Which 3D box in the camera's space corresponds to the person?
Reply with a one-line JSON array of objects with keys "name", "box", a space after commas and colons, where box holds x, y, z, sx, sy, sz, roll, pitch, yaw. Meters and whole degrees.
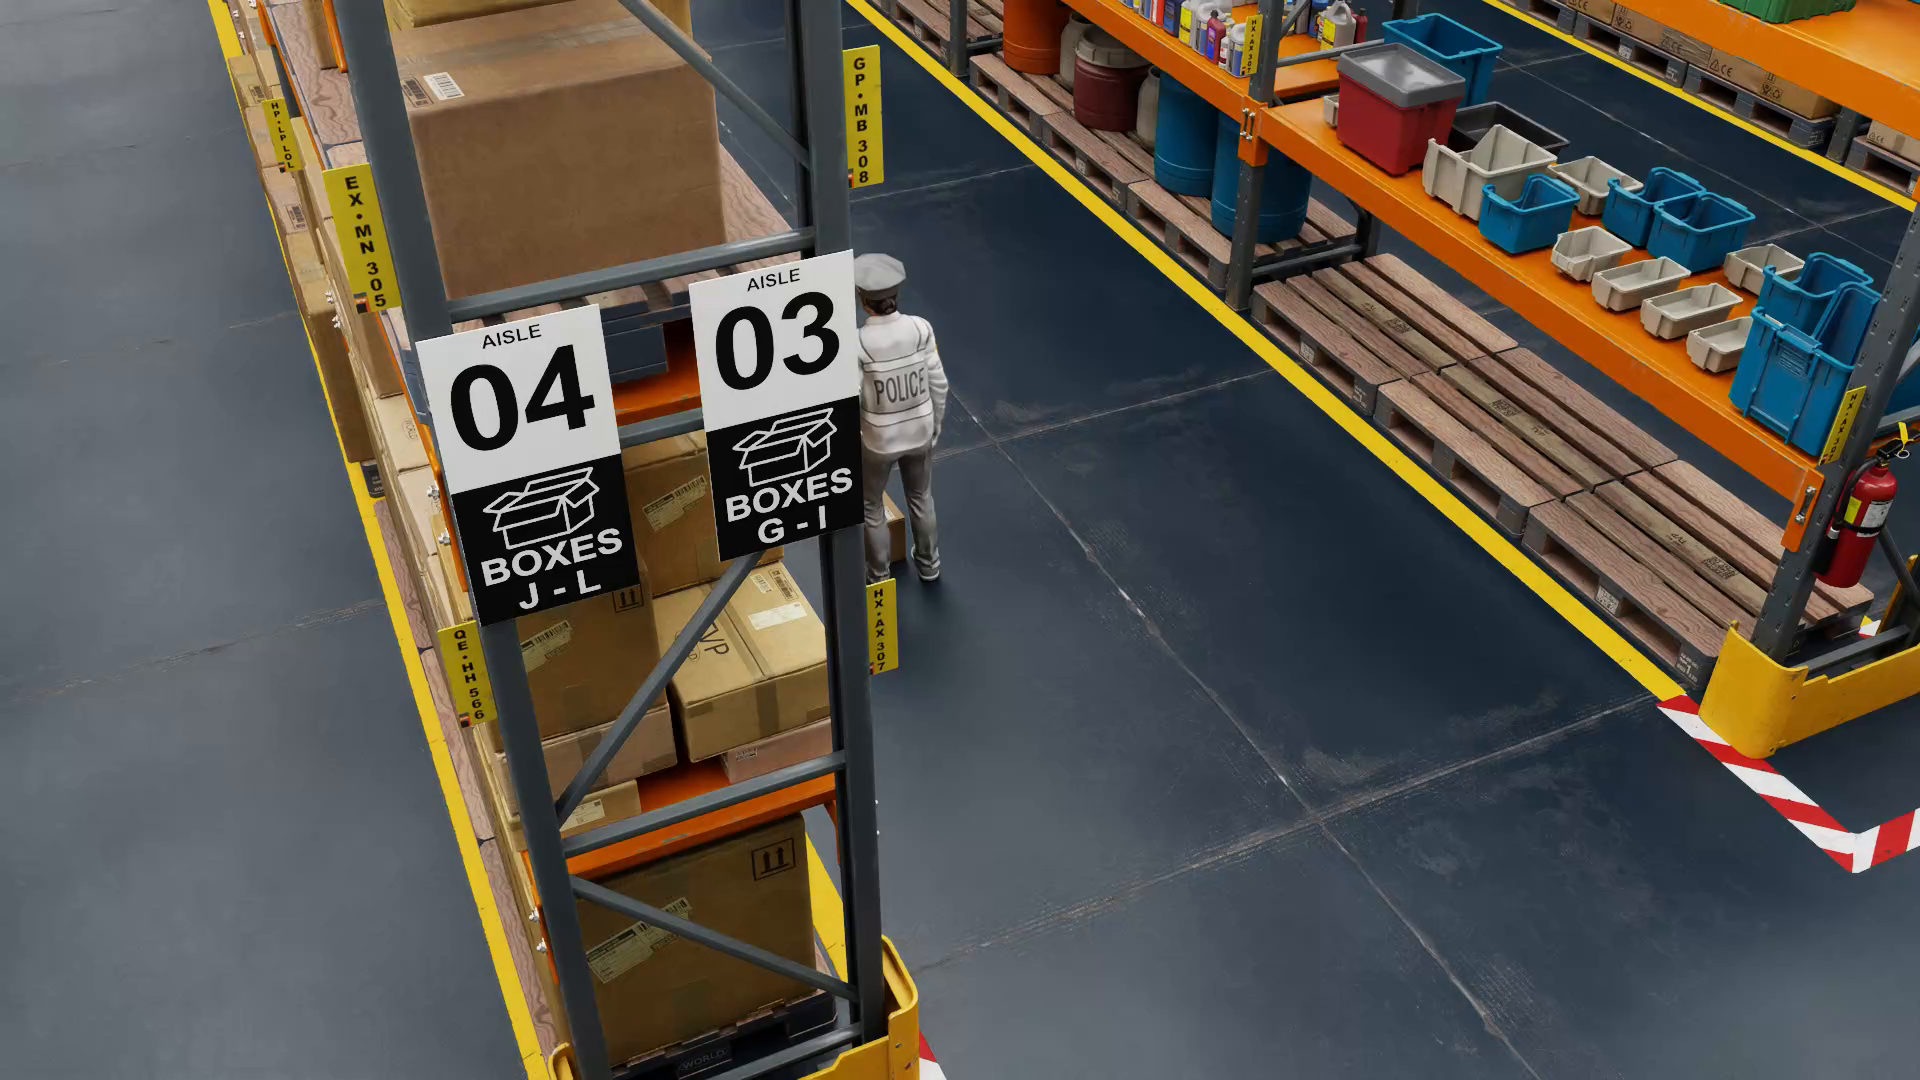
[{"name": "person", "box": [-0.311, -0.474, 7.469, 0.526, 1.662, 0.375, -16, 40, -20]}]
